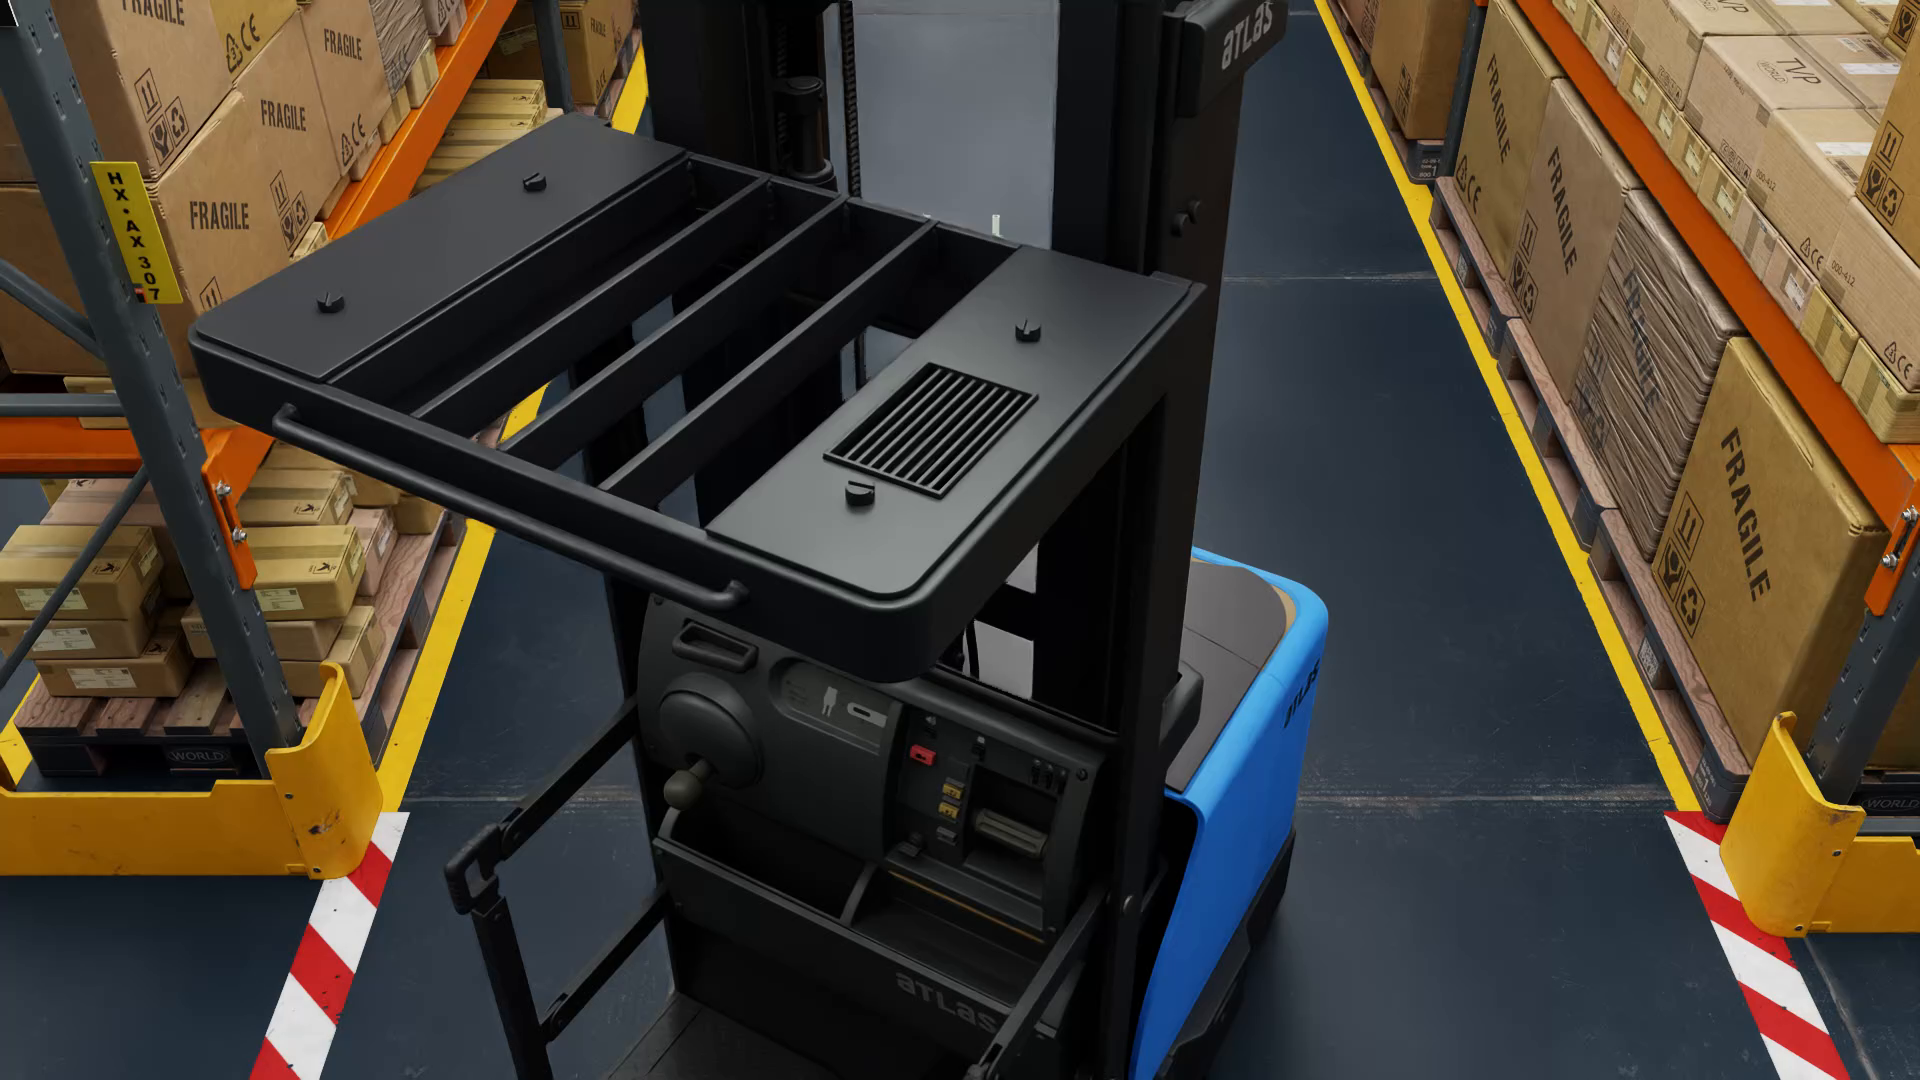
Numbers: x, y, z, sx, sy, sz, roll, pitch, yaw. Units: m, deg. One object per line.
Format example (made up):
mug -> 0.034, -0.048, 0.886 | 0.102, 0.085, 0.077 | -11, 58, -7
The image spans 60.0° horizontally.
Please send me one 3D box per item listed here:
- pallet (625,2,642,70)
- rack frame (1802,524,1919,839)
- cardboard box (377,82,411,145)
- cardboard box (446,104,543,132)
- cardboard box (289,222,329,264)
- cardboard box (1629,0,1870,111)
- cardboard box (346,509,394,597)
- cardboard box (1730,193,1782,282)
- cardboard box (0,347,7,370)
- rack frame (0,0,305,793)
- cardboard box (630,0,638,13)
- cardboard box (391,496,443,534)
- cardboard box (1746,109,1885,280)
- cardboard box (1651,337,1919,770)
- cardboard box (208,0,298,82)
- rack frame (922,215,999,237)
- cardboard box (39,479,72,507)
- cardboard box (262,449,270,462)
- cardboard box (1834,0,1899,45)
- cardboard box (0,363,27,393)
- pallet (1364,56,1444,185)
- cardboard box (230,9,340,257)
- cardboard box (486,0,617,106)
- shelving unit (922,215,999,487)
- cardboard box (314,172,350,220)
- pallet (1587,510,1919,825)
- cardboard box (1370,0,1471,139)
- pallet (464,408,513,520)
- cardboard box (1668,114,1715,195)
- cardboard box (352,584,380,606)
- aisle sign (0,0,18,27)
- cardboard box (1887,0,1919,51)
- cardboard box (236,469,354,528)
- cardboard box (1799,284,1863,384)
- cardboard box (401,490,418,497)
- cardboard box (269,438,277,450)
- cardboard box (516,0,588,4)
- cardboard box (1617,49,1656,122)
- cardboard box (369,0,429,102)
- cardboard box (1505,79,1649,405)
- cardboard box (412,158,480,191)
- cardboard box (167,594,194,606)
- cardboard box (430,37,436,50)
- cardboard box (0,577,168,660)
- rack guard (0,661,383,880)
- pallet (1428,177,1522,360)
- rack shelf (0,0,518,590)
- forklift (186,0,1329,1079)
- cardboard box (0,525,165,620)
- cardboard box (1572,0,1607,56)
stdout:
pallet -> -2.262, -2.960, 9.275 | 1.003, 0.211, 1.213 | 0, 39, 0
rack frame -> 2.709, -0.235, 3.645 | 1.000, 3.000, 0.127 | 0, 39, 0
cardboard box -> -1.976, -1.375, 5.268 | 0.380, 0.149, 0.250 | 1, 39, 2
cardboard box -> -1.955, -1.698, 6.938 | 0.380, 0.149, 0.250 | 0, 39, 1
cardboard box -> -1.912, -0.727, 4.460 | 0.380, 0.149, 0.250 | -1, 39, -1
cardboard box -> 2.437, -1.557, 5.176 | 0.500, 0.250, 0.500 | 0, 39, 0
cardboard box -> -1.939, 0.039, 5.009 | 0.380, 0.149, 0.250 | 0, 39, 0
cardboard box -> 2.379, -0.836, 4.596 | 0.380, 0.149, 0.250 | 1, 39, 1
cardboard box -> -2.509, -0.731, 3.945 | 0.500, 0.500, 0.500 | 1, 39, 1
rack frame -> -2.251, -0.295, 3.719 | 1.000, 3.000, 0.127 | 0, 39, 0
cardboard box -> -2.008, -3.105, 8.890 | 0.500, 0.500, 0.500 | 1, 39, 1
cardboard box -> -1.912, -0.153, 5.486 | 0.380, 0.149, 0.250 | 0, 39, 1
cardboard box -> 2.443, -0.913, 4.373 | 0.500, 0.250, 0.500 | -1, 39, -1
cardboard box -> 2.628, 0.030, 4.677 | 0.875, 0.875, 0.875 | 0, 39, 0
cardboard box -> -1.993, -1.437, 4.027 | 0.500, 0.500, 0.500 | 1, 39, 1
rack frame -> 0.000, -0.517, 5.436 | 0.240, 1.200, 0.015 | 0, 39, 0
cardboard box -> -2.575, -0.228, 5.104 | 0.380, 0.149, 0.250 | -1, 39, -1
cardboard box -> -2.437, -0.285, 5.413 | 0.380, 0.149, 0.250 | 0, 39, -1
cardboard box -> 2.968, -1.559, 5.179 | 0.500, 0.250, 0.500 | -1, 39, -1
cardboard box -> -2.534, -0.401, 4.052 | 0.380, 0.149, 0.250 | 0, 39, 0
pallet -> 2.628, -2.131, 8.240 | 1.003, 0.211, 1.213 | 0, 39, 0
cardboard box -> -2.001, -1.066, 4.363 | 0.500, 0.500, 0.500 | 0, 39, 0
cardboard box -> -1.991, -2.447, 8.068 | 0.500, 0.500, 0.500 | 1, 39, 2
shelving unit -> 0.000, -0.365, 5.246 | 0.258, 1.200, 0.503 | 0, 39, 0
cardboard box -> -2.025, -1.059, 4.873 | 0.380, 0.149, 0.250 | 0, 39, 0
pallet -> 2.630, 0.353, 5.141 | 1.003, 0.211, 1.213 | 0, 39, 0
cardboard box -> 2.684, -2.472, 7.799 | 1.225, 0.875, 0.875 | 0, 39, 0
pallet -> -2.215, -0.523, 6.234 | 1.003, 0.211, 1.213 | 0, 39, 0
cardboard box -> 2.376, -1.161, 5.000 | 0.380, 0.149, 0.250 | 0, 39, 0
cardboard box -> -2.014, 0.162, 5.093 | 0.380, 0.149, 0.250 | 0, 39, 0
aisle sign -> -1.951, -1.264, 2.850 | 0.394, 0.787, 0.004 | 0, 39, 0
cardboard box -> 2.971, -1.522, 4.534 | 0.500, 0.500, 0.500 | -1, 39, -1
cardboard box -> -2.033, -0.079, 4.918 | 0.380, 0.149, 0.250 | 1, 39, 1
cardboard box -> 2.377, -0.522, 4.204 | 0.380, 0.149, 0.250 | 0, 39, 0
cardboard box -> -1.919, -0.275, 5.401 | 0.380, 0.149, 0.250 | 1, 39, 1
cardboard box -> -1.988, -0.391, 5.308 | 0.380, 0.149, 0.250 | -2, 39, -2
cardboard box -> -1.992, -2.740, 7.833 | 0.500, 0.250, 0.500 | -2, 39, -2
cardboard box -> 2.375, -1.479, 5.397 | 0.380, 0.149, 0.250 | -1, 39, -1
cardboard box -> -1.996, -1.691, 5.143 | 0.500, 0.500, 0.500 | -1, 39, -1
cardboard box -> 2.626, -1.096, 6.082 | 0.875, 0.875, 0.875 | 0, 39, 0
cardboard box -> -2.025, -1.380, 6.541 | 0.380, 0.149, 0.250 | 1, 39, 1
cardboard box -> -2.562, 0.164, 5.091 | 0.380, 0.149, 0.250 | 1, 39, 1
cardboard box -> -2.019, -1.701, 5.675 | 0.380, 0.149, 0.250 | -1, 39, -1
cardboard box -> -2.537, 0.208, 4.798 | 0.380, 0.149, 0.250 | -1, 39, -1
rack guard -> -2.251, 0.633, 4.560 | 1.175, 0.500, 0.348 | 0, 39, 0
pallet -> 2.627, -1.173, 7.045 | 1.003, 0.211, 1.213 | 0, 39, 0
rack shelf -> -2.253, -1.265, 5.505 | 1.077, 0.370, 4.000 | 0, 39, 0
forklift -> -0.296, 0.461, 2.831 | 1.130, 2.935, 3.031 | 20, 43, 23
cardboard box -> -2.505, 0.091, 4.706 | 0.380, 0.149, 0.250 | 0, 39, 0
cardboard box -> 2.376, -1.800, 5.798 | 0.380, 0.149, 0.250 | -1, 39, -1
